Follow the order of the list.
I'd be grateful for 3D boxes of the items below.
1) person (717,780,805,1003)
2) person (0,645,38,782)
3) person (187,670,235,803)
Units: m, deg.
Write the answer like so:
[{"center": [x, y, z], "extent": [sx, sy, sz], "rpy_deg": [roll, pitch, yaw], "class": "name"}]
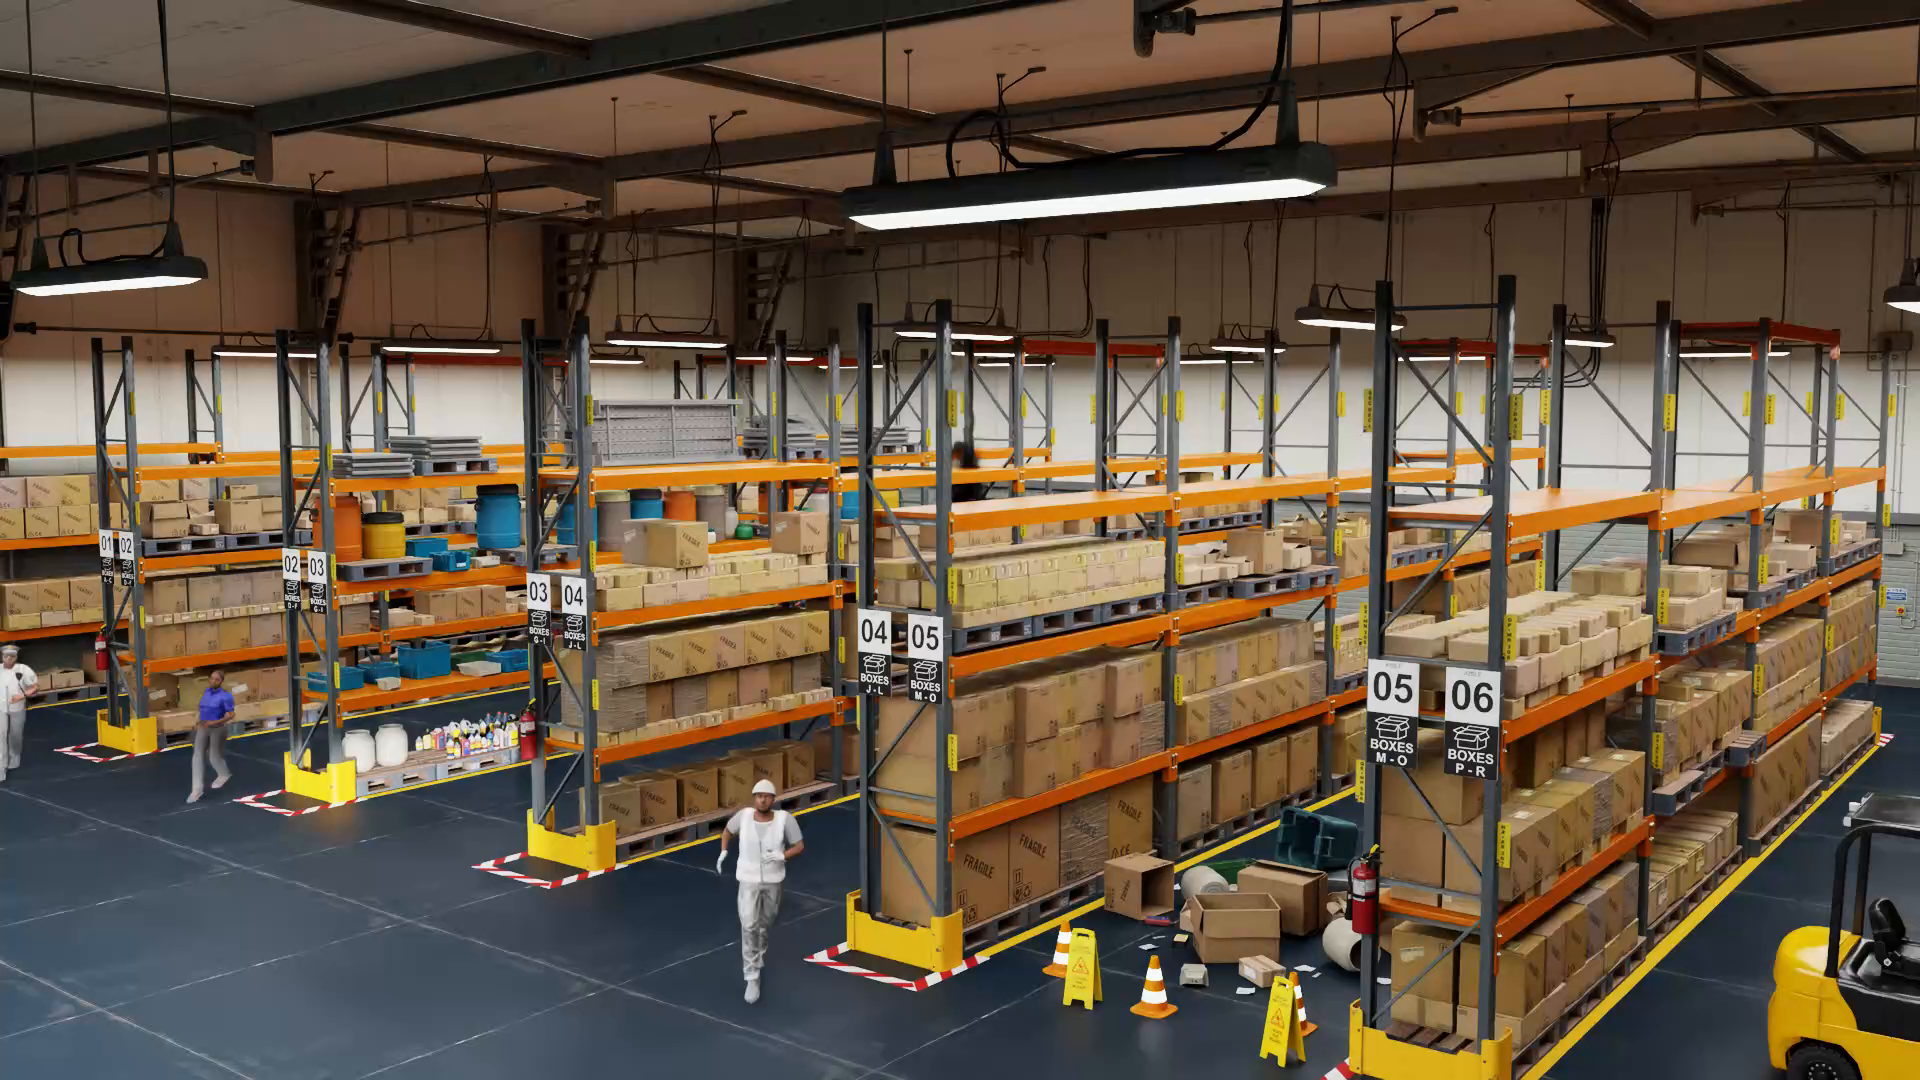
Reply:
[{"center": [-1.738, 3.001, 14.547], "extent": [0.760, 1.811, 0.919], "rpy_deg": [-1, 5, -13], "class": "person"}, {"center": [-12.918, 2.320, 22.644], "extent": [0.671, 1.824, 0.874], "rpy_deg": [-3, 6, -27], "class": "person"}, {"center": [-9.579, 2.492, 21.415], "extent": [0.595, 1.658, 0.796], "rpy_deg": [1, 5, 8], "class": "person"}]
